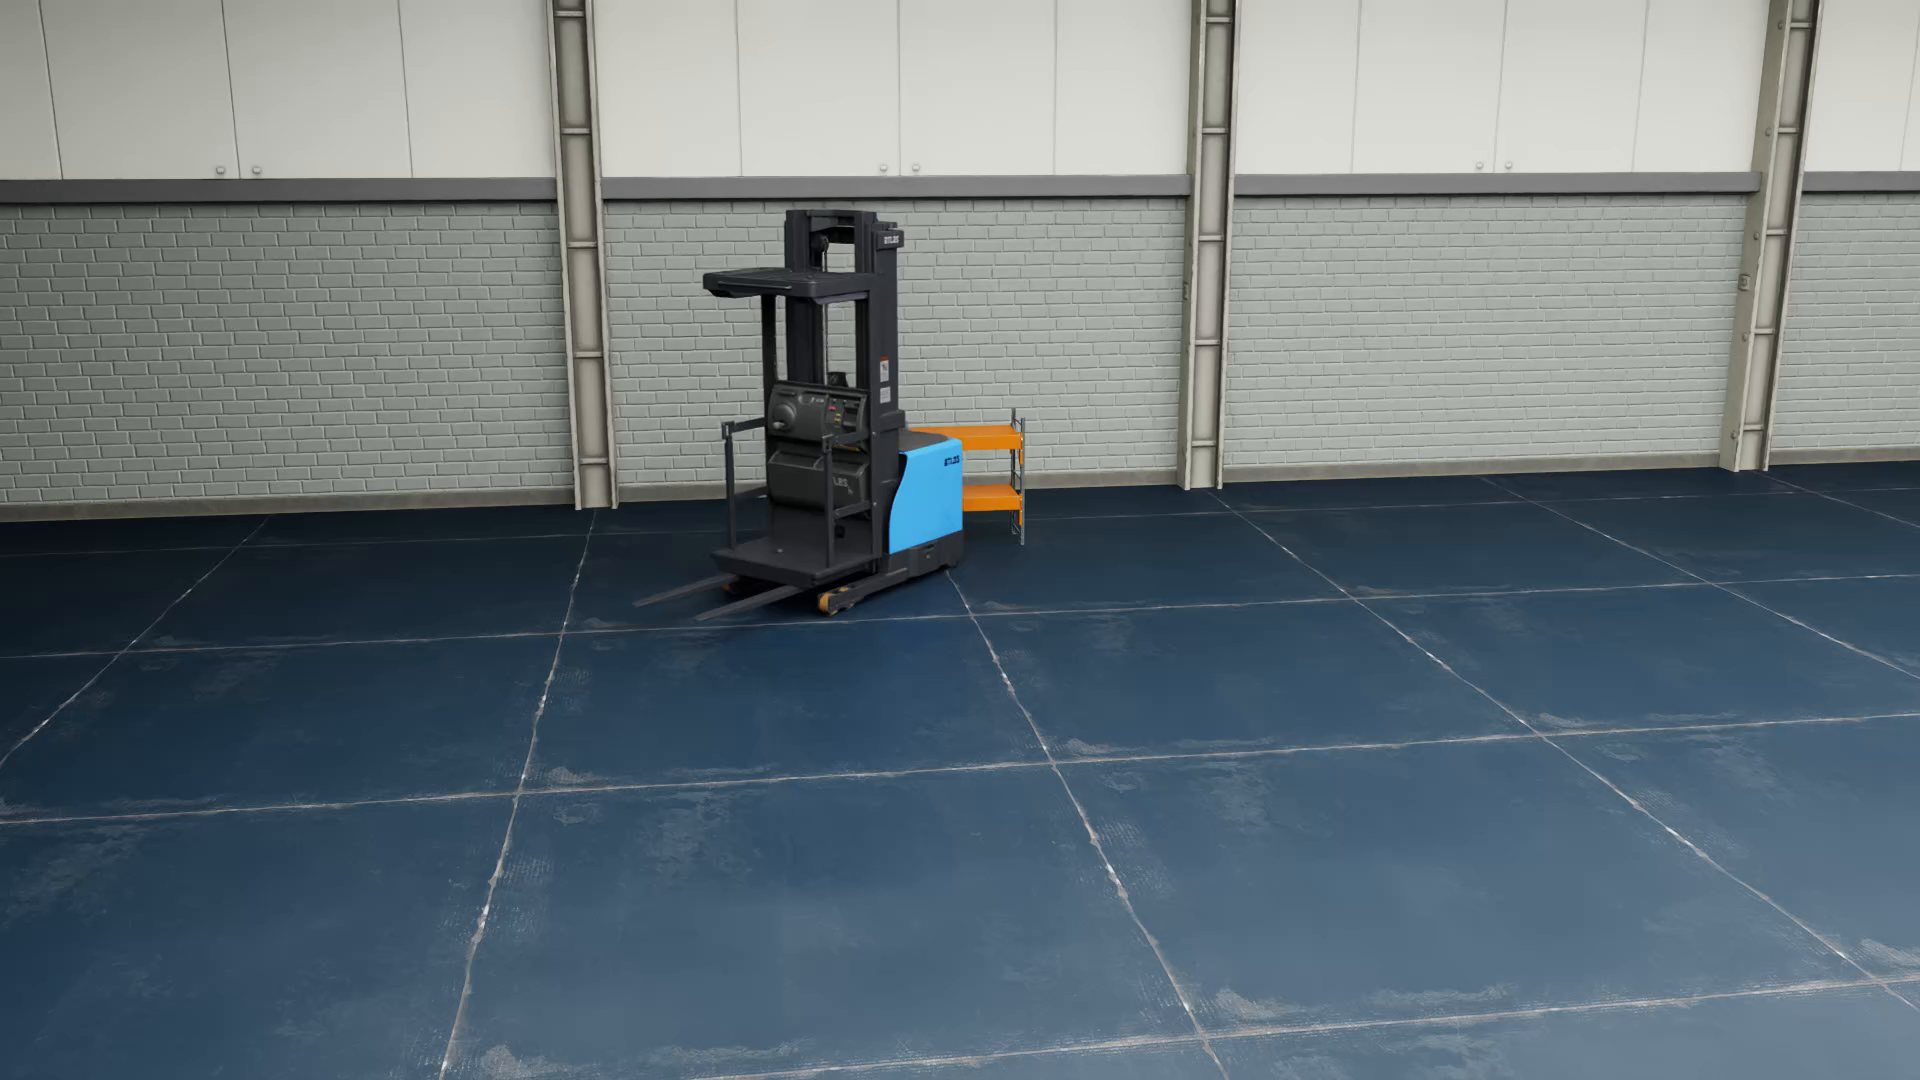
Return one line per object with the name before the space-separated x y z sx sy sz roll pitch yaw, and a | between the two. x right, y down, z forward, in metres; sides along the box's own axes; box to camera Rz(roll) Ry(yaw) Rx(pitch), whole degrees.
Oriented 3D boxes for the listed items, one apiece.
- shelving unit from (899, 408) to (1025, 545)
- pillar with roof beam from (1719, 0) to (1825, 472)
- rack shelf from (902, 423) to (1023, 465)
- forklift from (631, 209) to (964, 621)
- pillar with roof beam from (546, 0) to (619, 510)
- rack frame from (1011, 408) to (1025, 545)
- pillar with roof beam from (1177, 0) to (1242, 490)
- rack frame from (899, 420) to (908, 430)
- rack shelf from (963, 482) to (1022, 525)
shelving unit | 0.007 -0.546 14.586 1.048 1.125 0.538 -2 14 -8
pillar with roof beam | 9.007 -4.096 12.554 0.400 9.000 9.100 -2 14 -8
rack shelf | 0.007 -0.830 14.515 1.000 0.278 0.538 -2 14 -8
forklift | -1.223 -0.992 12.653 1.130 2.935 3.031 10 17 34
pillar with roof beam | -2.859 -3.661 10.820 0.400 9.000 9.100 -2 14 -8
rack frame | 0.509 -0.564 14.659 0.032 1.125 0.500 -2 14 -8
pillar with roof beam | 3.074 -3.878 11.687 0.400 9.000 9.100 -2 14 -8
rack frame | -0.496 -0.527 14.513 0.032 1.125 0.500 -2 14 -8
rack shelf | 0.007 -0.309 14.645 1.000 0.278 0.538 -2 14 -8
